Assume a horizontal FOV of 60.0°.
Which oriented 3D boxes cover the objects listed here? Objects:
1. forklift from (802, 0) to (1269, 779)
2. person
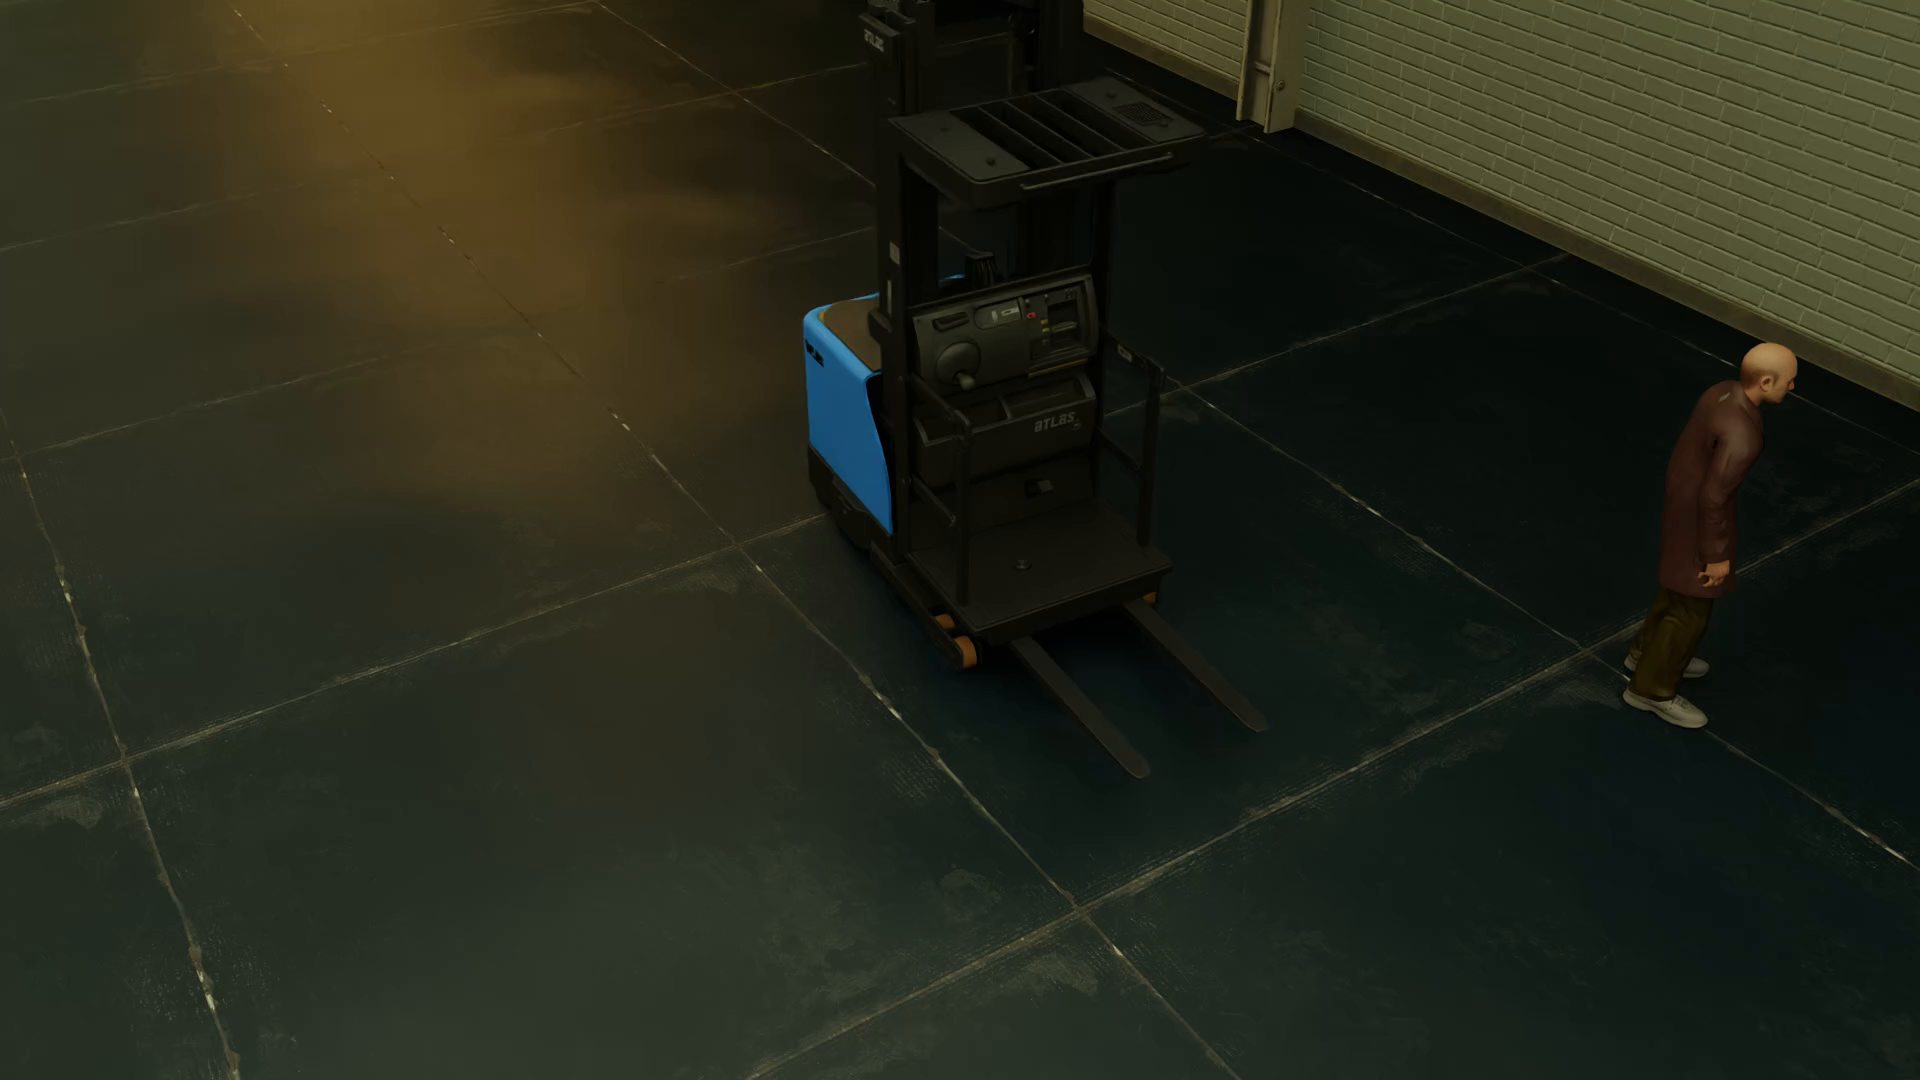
[{"bbox_3d":[0.319,-0.882,7.403,1.130,2.935,3.031,-17,39,-23],"label":"forklift"},{"bbox_3d":[3.254,-0.058,7.237,0.436,1.772,0.649,11,36,15],"label":"person"}]
